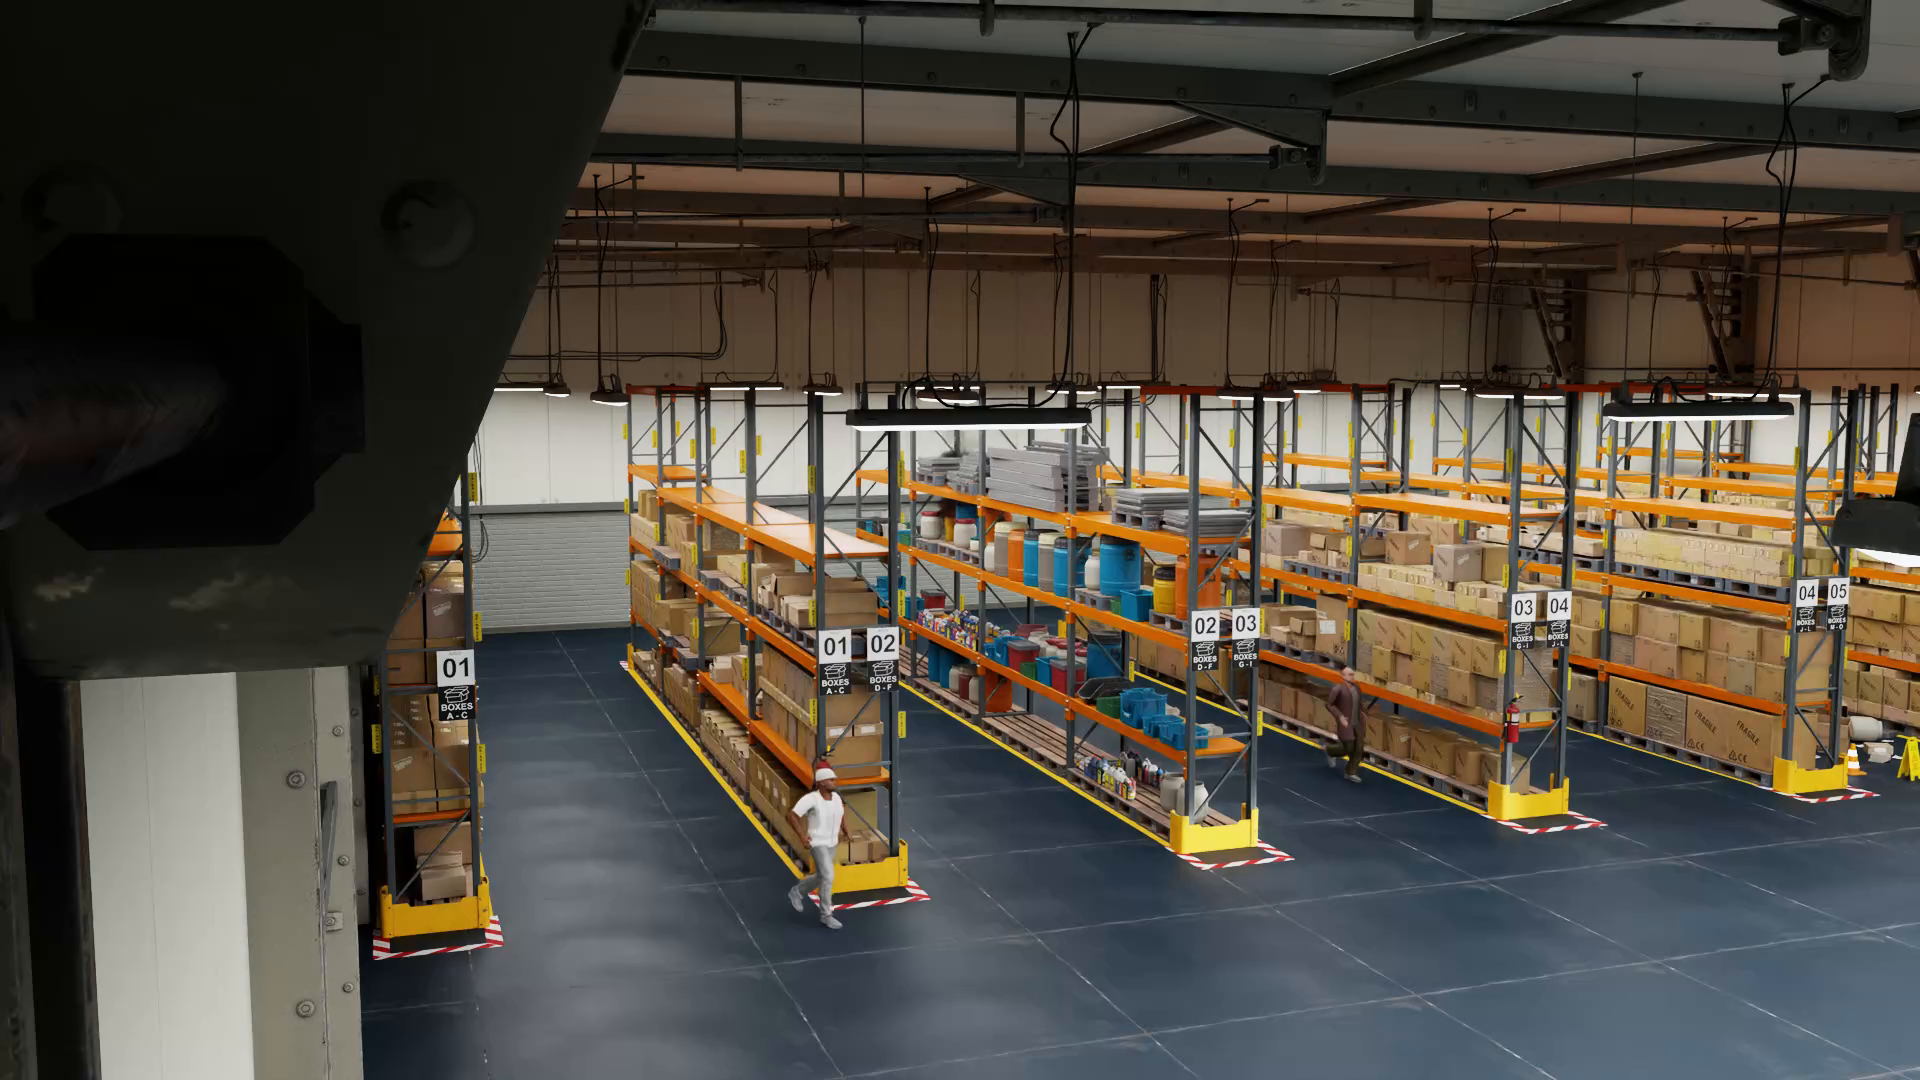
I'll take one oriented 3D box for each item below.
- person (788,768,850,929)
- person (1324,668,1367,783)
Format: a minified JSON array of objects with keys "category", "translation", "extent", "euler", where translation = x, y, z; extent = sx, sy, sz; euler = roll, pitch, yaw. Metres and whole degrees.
[{"category":"person","translation":[-1.592,3.502,19.126],"extent":[0.823,1.747,0.731],"euler":[4,7,33]},{"category":"person","translation":[5.968,2.827,25.657],"extent":[0.711,1.743,0.756],"euler":[-3,7,-27]}]
